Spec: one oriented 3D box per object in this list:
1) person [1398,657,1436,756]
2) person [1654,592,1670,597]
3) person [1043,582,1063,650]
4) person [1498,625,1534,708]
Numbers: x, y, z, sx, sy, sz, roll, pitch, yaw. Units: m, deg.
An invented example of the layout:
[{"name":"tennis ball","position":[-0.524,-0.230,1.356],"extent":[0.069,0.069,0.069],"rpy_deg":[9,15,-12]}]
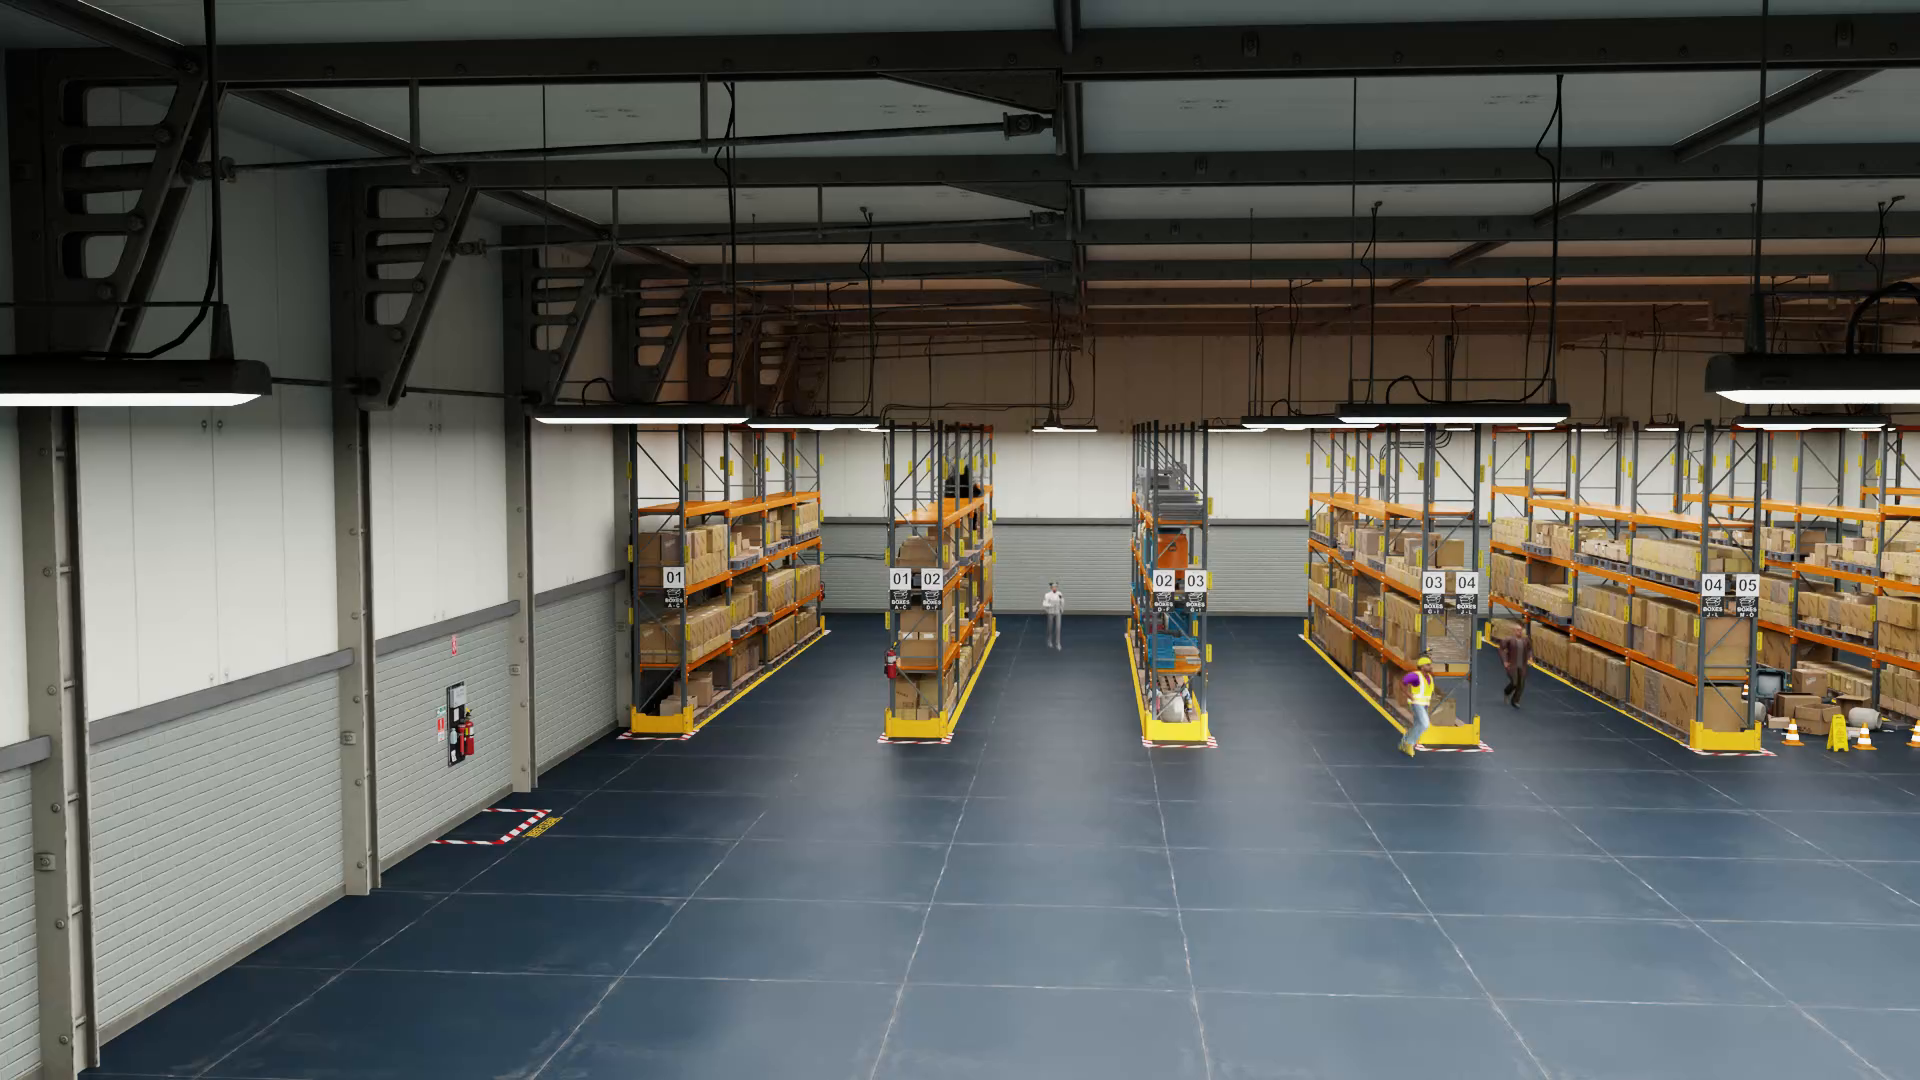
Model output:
[{"name":"person","position":[8.237,2.976,29.820],"extent":[0.695,1.764,0.619],"rpy_deg":[-3,5,-42]},{"name":"person","position":[20.012,1.869,47.310],"extent":[0.745,1.805,0.770],"rpy_deg":[2,4,29]},{"name":"person","position":[2.385,1.899,42.282],"extent":[0.574,1.717,0.834],"rpy_deg":[-1,4,-8]},{"name":"person","position":[11.689,2.648,34.875],"extent":[0.727,1.747,0.633],"rpy_deg":[0,4,-6]}]
